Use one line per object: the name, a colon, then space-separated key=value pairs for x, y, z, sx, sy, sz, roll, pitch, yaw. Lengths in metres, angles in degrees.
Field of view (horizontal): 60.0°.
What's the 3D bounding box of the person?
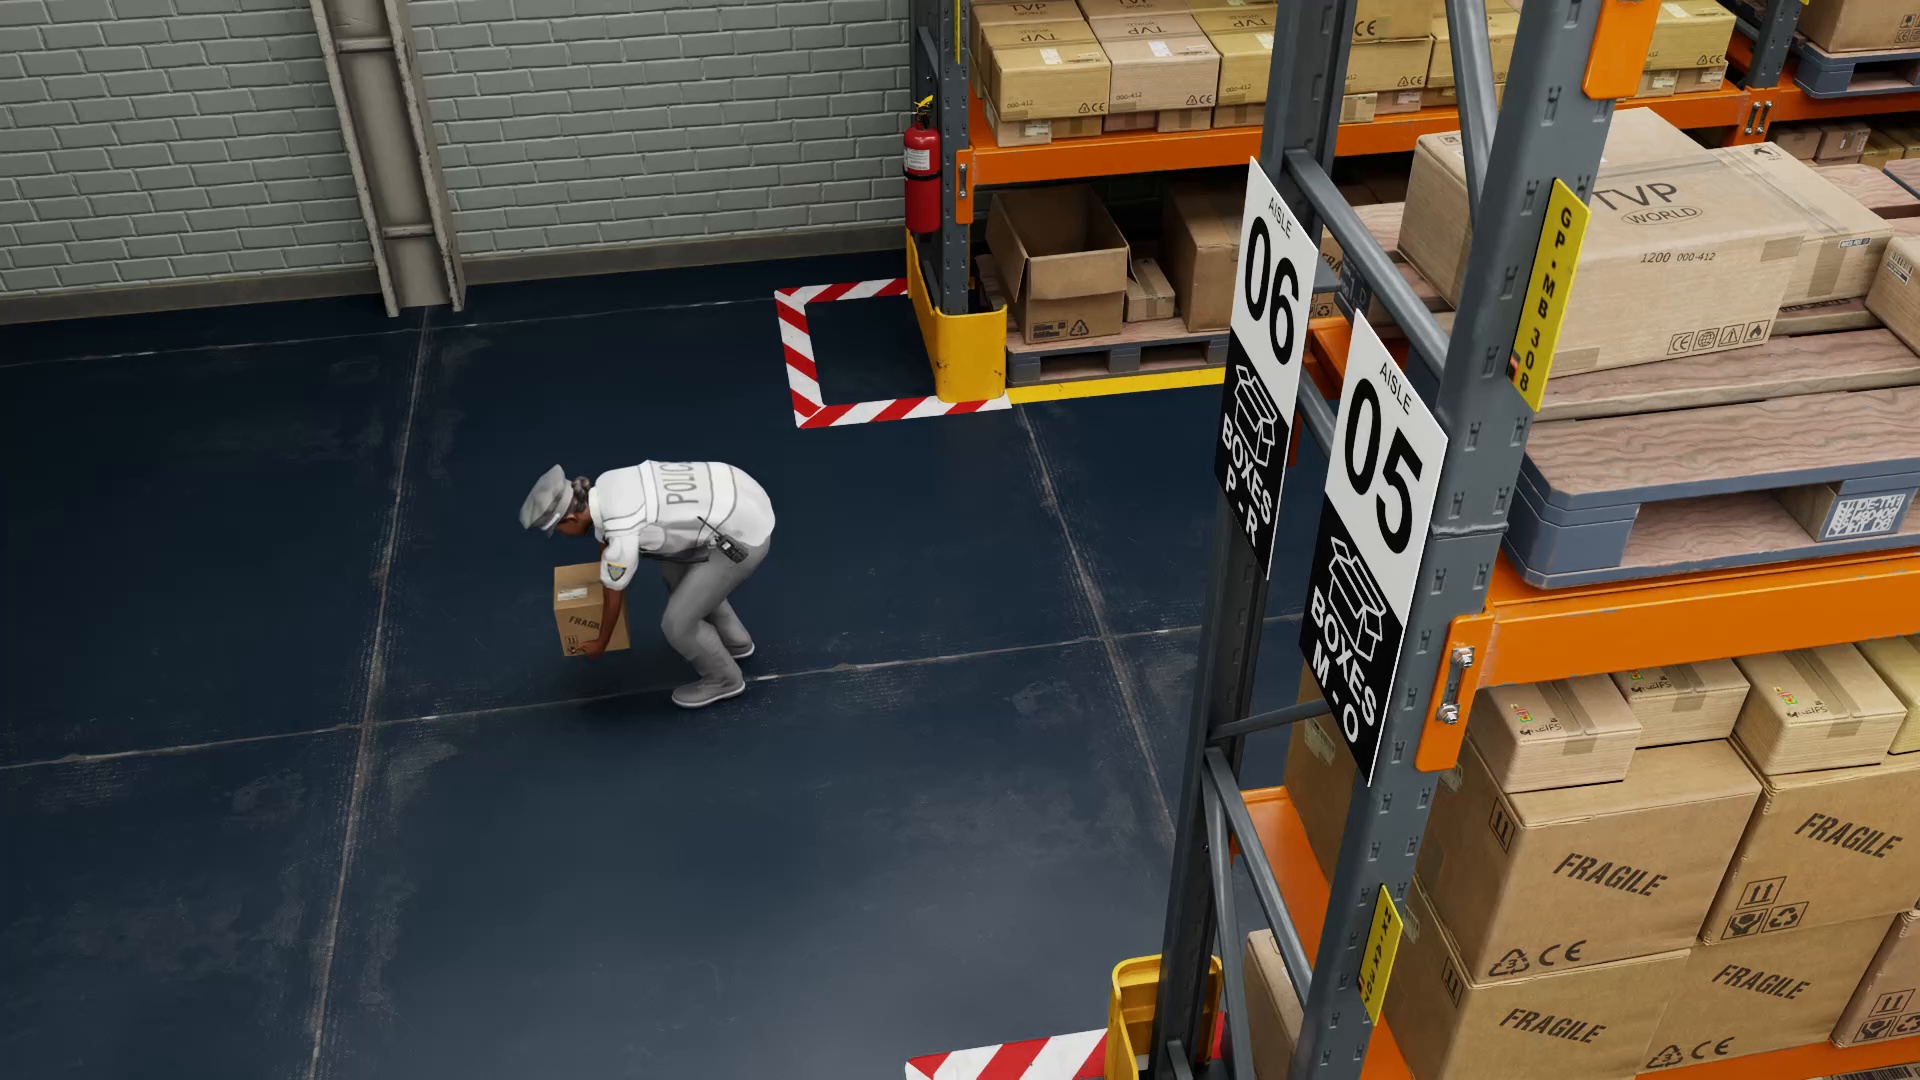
person: x=-1.164 y=0.144 z=6.409 sx=0.928 sy=1.122 sz=0.441 roll=-8 pitch=40 yaw=-10
